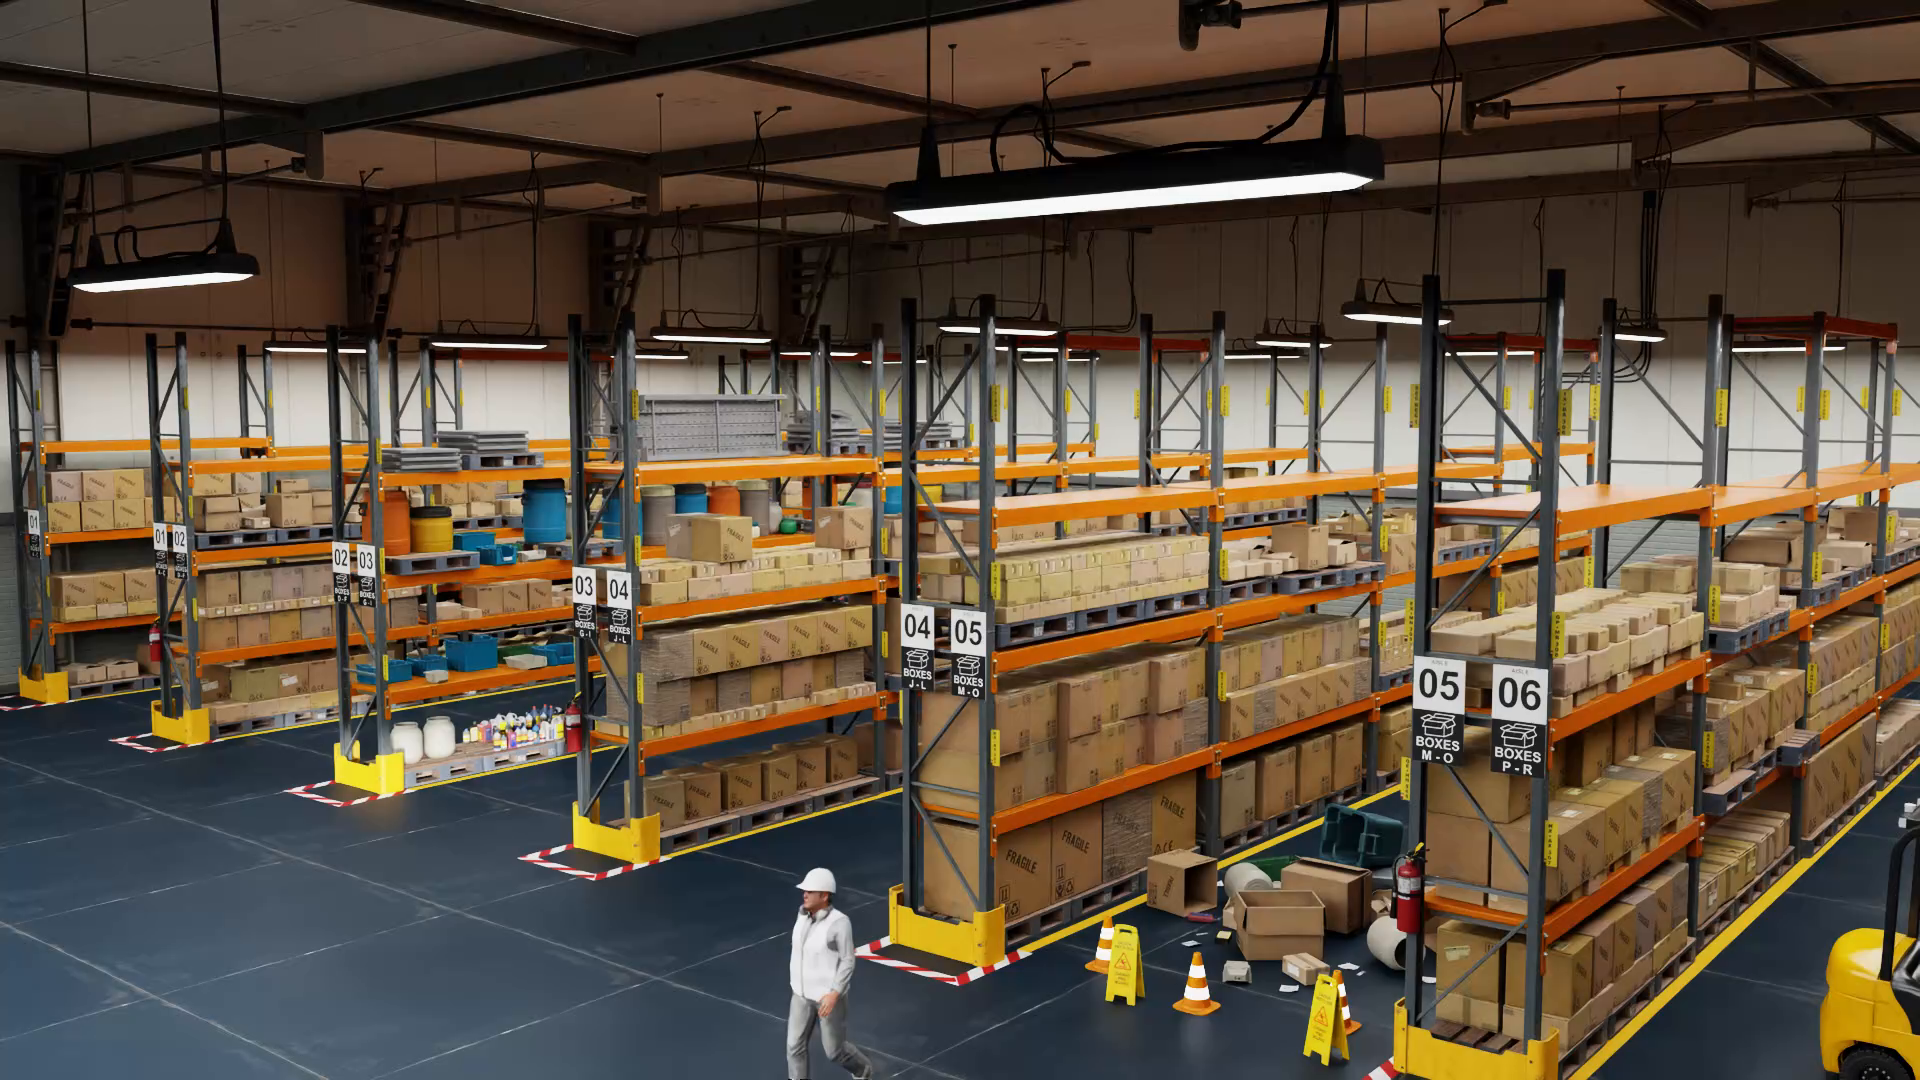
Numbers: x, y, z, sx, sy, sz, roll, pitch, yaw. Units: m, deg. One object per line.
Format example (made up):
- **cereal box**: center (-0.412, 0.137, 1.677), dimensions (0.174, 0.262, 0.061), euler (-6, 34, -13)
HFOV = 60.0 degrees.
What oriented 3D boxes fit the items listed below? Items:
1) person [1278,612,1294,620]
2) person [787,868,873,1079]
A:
- **person**: center (5.276, 1.944, 26.598), dimensions (0.486, 1.631, 0.872), euler (4, 6, 37)
- **person**: center (-0.971, 3.217, 11.877), dimensions (0.617, 1.768, 0.820), euler (4, 7, 38)
